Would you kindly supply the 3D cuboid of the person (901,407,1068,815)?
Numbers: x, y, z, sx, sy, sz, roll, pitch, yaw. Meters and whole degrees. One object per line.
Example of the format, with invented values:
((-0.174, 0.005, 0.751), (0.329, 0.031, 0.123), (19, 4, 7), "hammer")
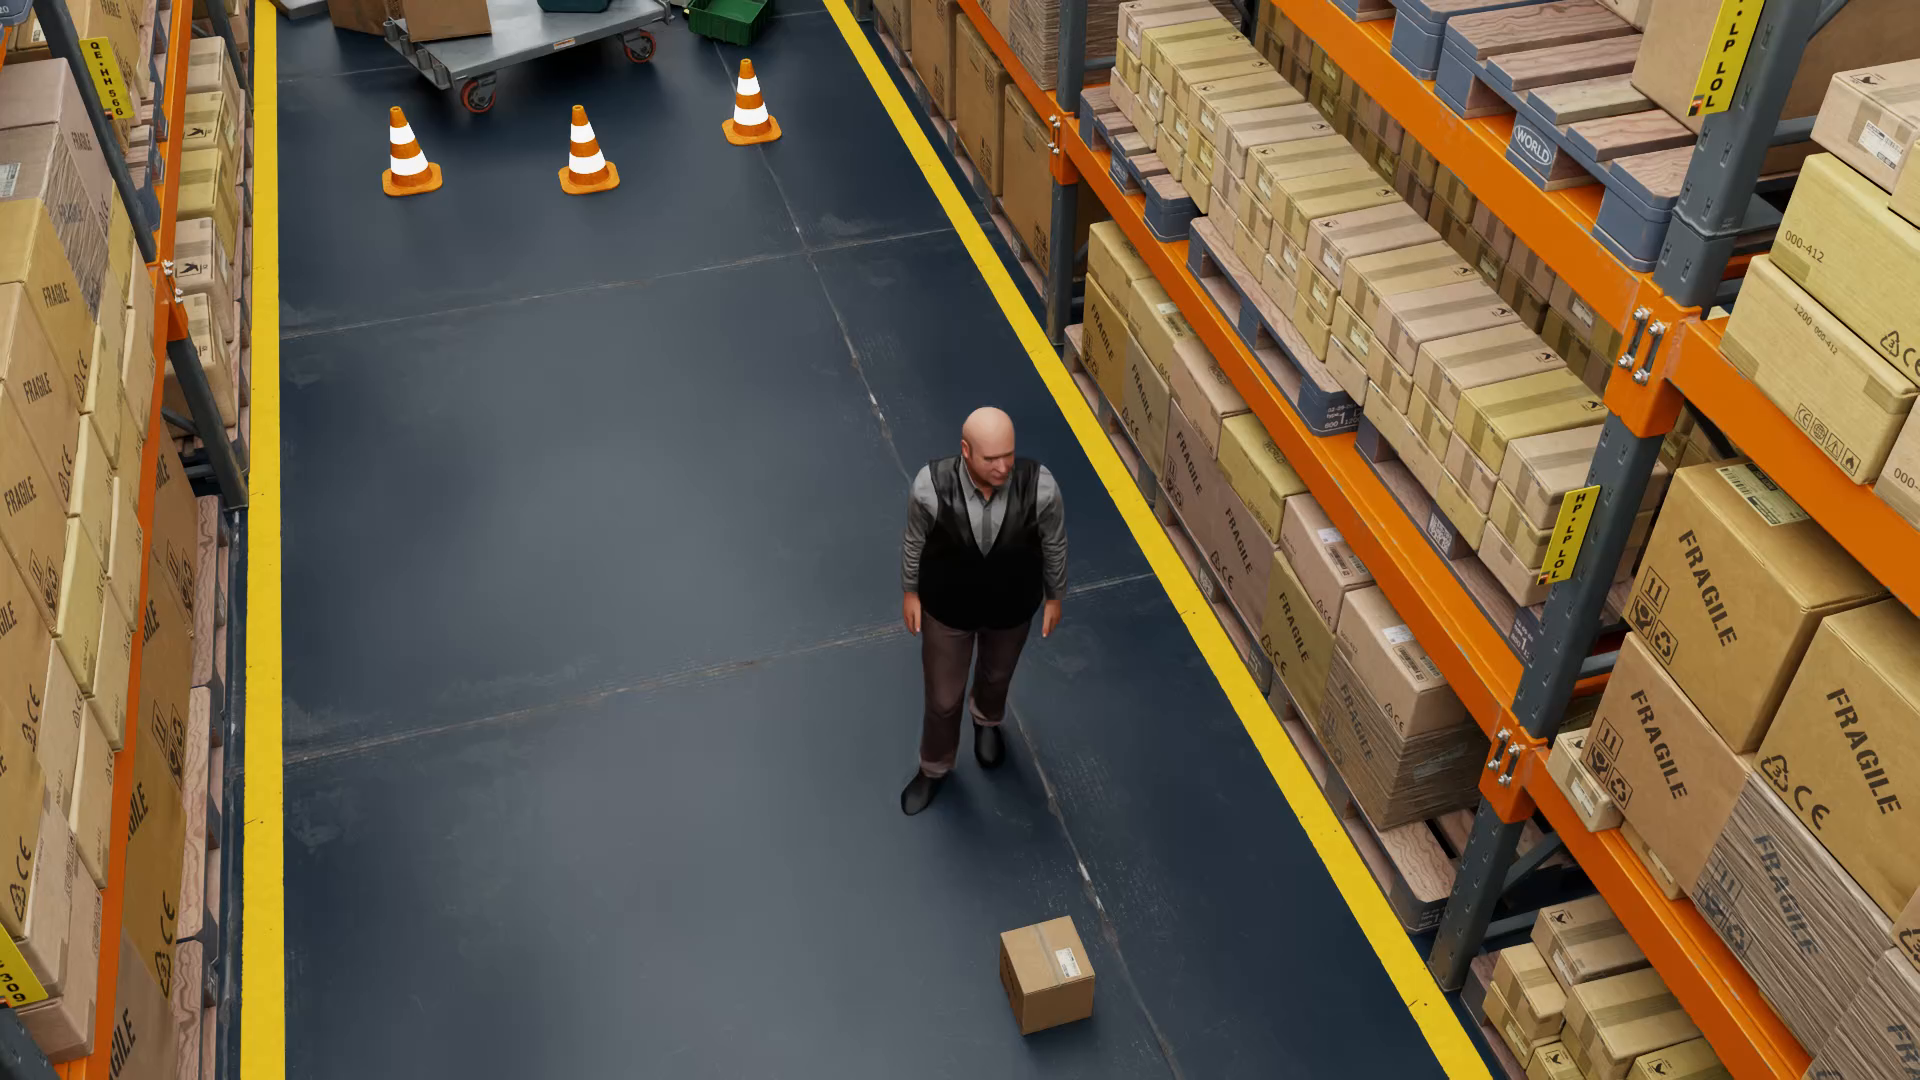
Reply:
((0.064, 0.236, 5.936), (0.622, 1.769, 0.499), (-3, 42, -3), "person")
